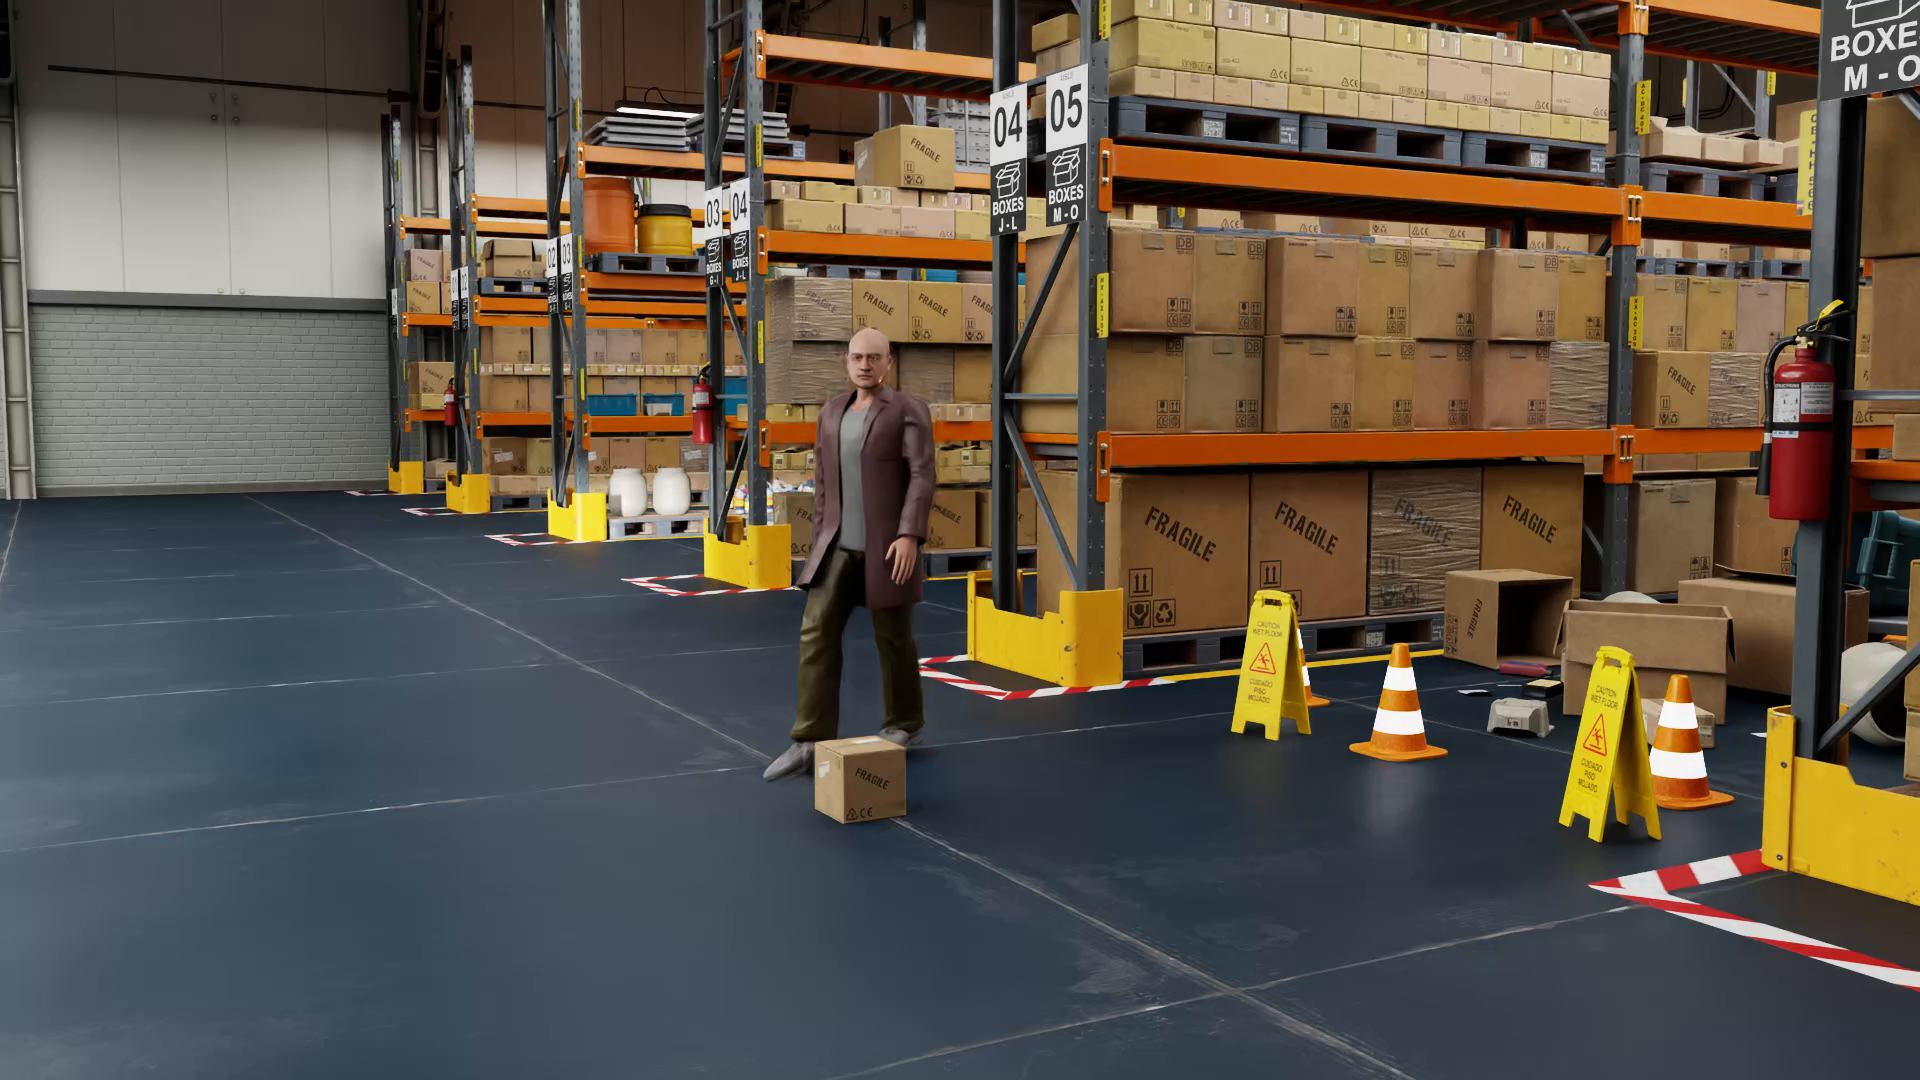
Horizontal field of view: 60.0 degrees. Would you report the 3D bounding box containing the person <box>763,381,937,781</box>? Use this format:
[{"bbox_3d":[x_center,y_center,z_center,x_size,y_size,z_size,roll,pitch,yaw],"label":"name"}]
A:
[{"bbox_3d":[-0.414,0.139,6.748,0.653,1.588,0.812,2,5,25],"label":"person"}]
